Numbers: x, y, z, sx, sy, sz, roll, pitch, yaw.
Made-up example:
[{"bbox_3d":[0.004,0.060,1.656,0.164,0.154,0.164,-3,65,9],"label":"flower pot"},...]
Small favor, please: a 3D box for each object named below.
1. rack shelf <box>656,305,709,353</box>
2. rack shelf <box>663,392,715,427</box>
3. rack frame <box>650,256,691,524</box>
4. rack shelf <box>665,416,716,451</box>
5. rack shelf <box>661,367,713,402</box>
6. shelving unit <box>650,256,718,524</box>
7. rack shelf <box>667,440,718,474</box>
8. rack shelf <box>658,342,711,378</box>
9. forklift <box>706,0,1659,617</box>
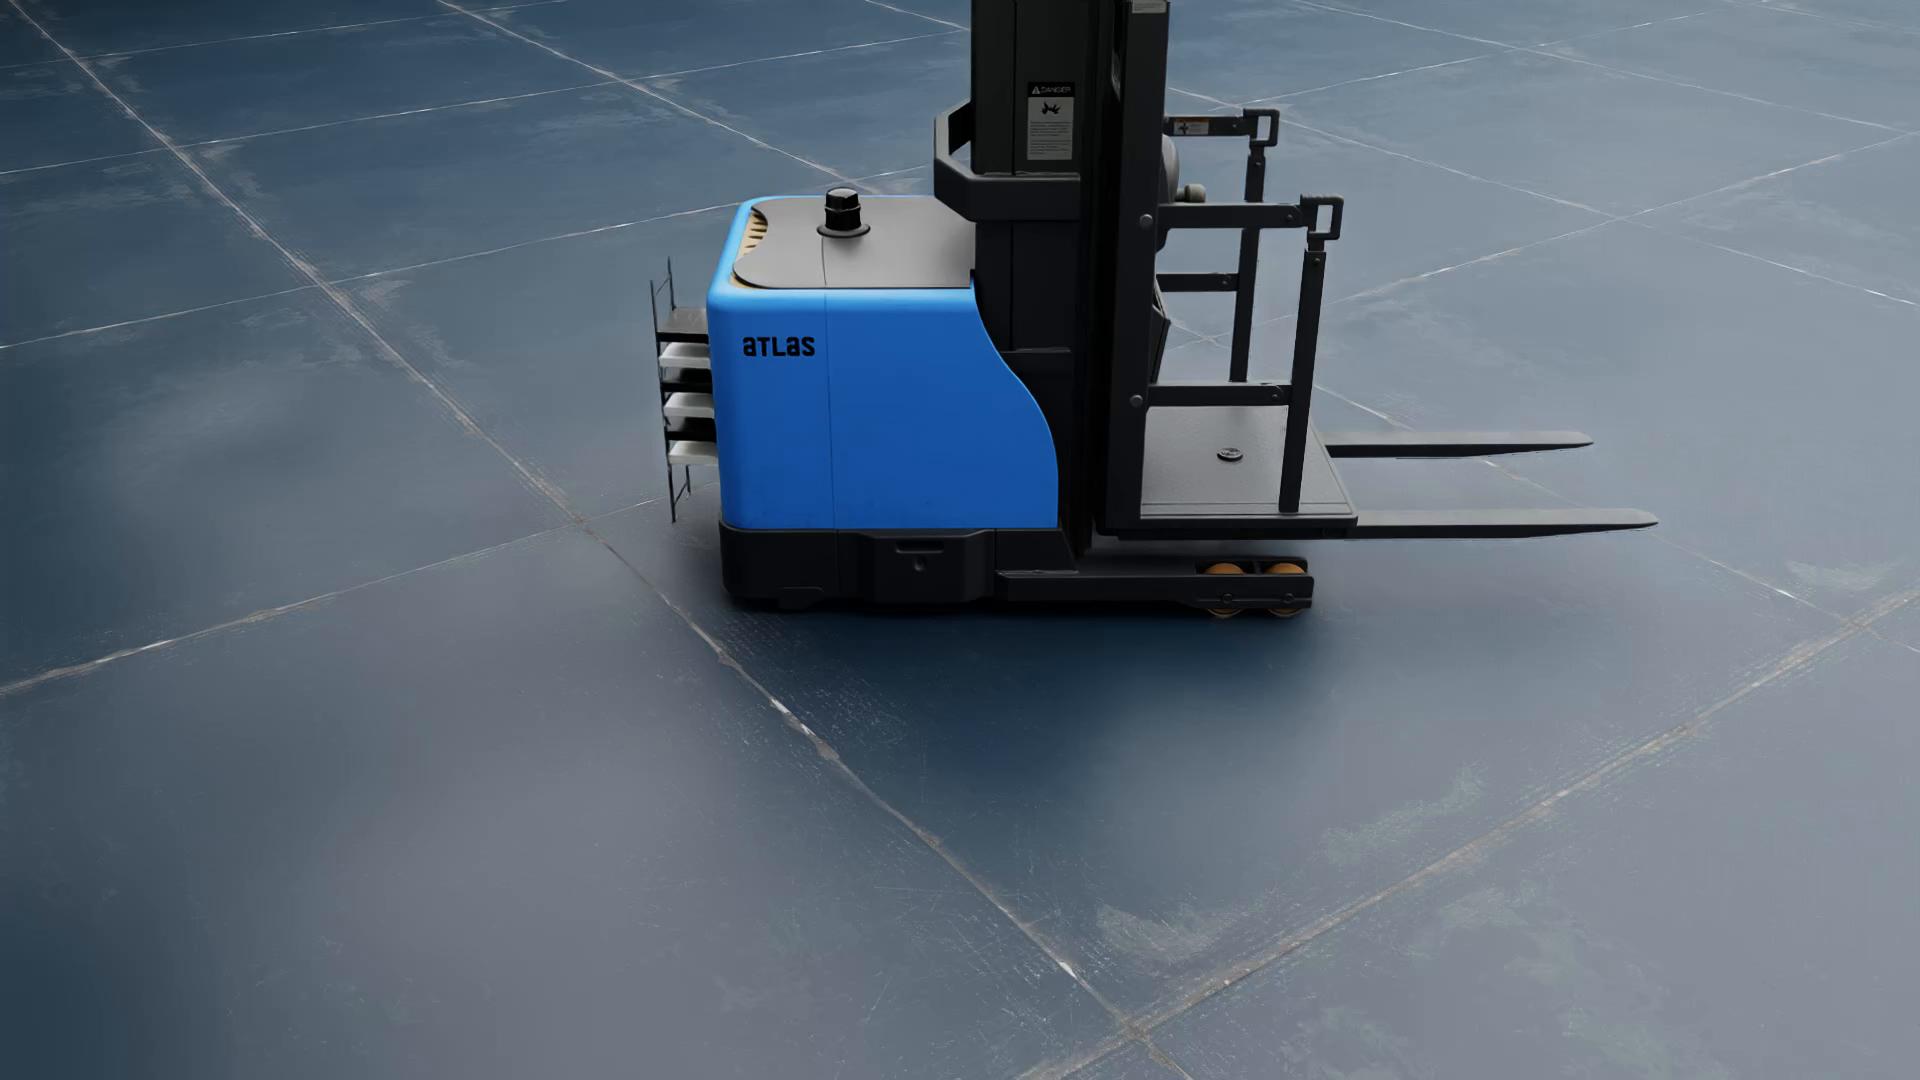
[{"bbox_3d":[-0.895,-0.711,5.621,0.200,0.077,0.258,3,29,5],"label":"rack shelf"},{"bbox_3d":[-0.895,-0.474,5.749,0.200,0.077,0.258,3,29,5],"label":"rack shelf"},{"bbox_3d":[-0.996,-0.508,5.743,0.006,0.900,0.240,3,29,5],"label":"rack frame"},{"bbox_3d":[-0.895,-0.395,5.792,0.200,0.077,0.258,3,29,5],"label":"rack shelf"},{"bbox_3d":[-0.895,-0.553,5.707,0.200,0.077,0.258,3,29,5],"label":"rack shelf"},{"bbox_3d":[-0.895,-0.503,5.734,0.210,0.900,0.258,3,29,5],"label":"shelving unit"},{"bbox_3d":[-0.895,-0.316,5.835,0.200,0.077,0.258,3,29,5],"label":"rack shelf"},{"bbox_3d":[-0.895,-0.632,5.664,0.200,0.077,0.258,3,29,5],"label":"rack shelf"},{"bbox_3d":[0.748,-1.298,5.070,3.031,2.935,1.130,0,29,-1],"label":"forklift"}]
